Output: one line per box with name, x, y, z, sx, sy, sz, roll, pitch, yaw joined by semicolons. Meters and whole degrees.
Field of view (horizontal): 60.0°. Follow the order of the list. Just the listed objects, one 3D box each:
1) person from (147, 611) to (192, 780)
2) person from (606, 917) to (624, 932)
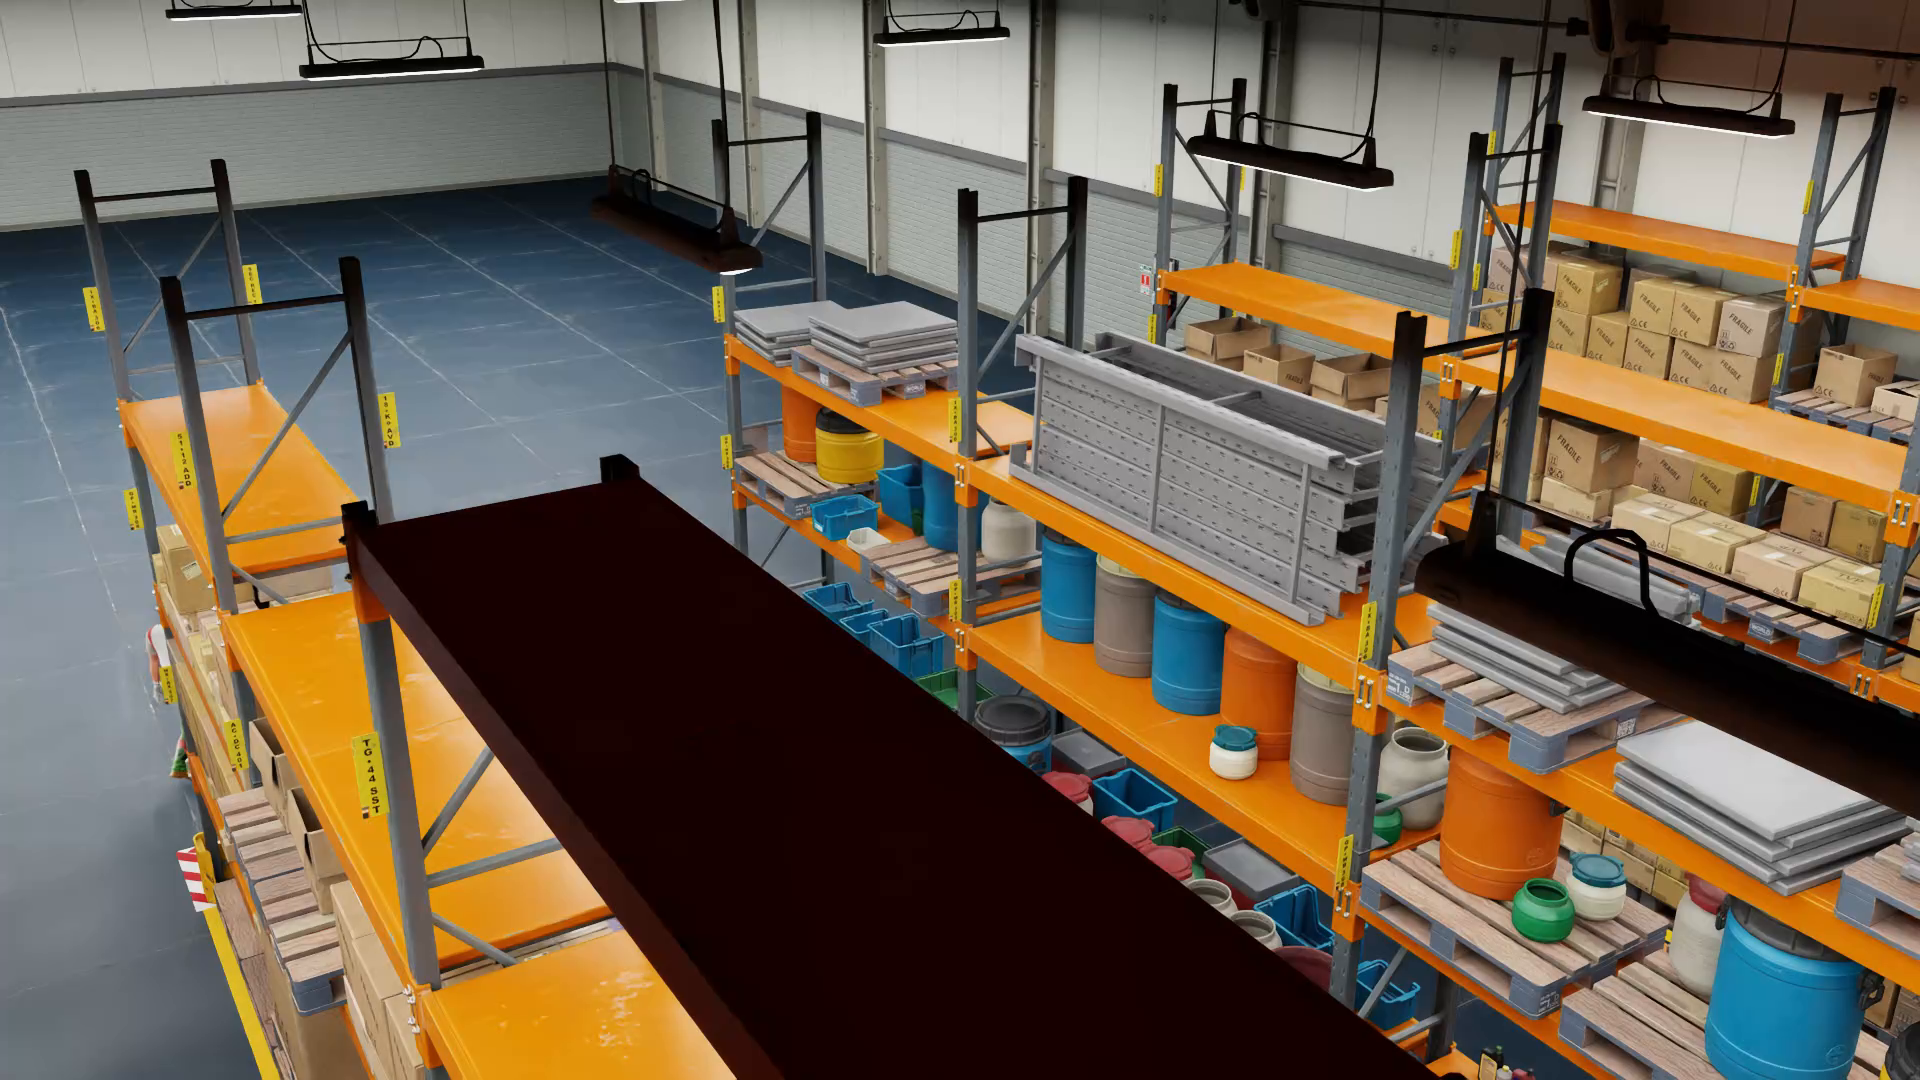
person;-7.325;1.354;15.650;0.528;1.775;0.862;9;24;22
person;-2.415;2.926;11.480;0.471;1.616;0.538;15;26;32
